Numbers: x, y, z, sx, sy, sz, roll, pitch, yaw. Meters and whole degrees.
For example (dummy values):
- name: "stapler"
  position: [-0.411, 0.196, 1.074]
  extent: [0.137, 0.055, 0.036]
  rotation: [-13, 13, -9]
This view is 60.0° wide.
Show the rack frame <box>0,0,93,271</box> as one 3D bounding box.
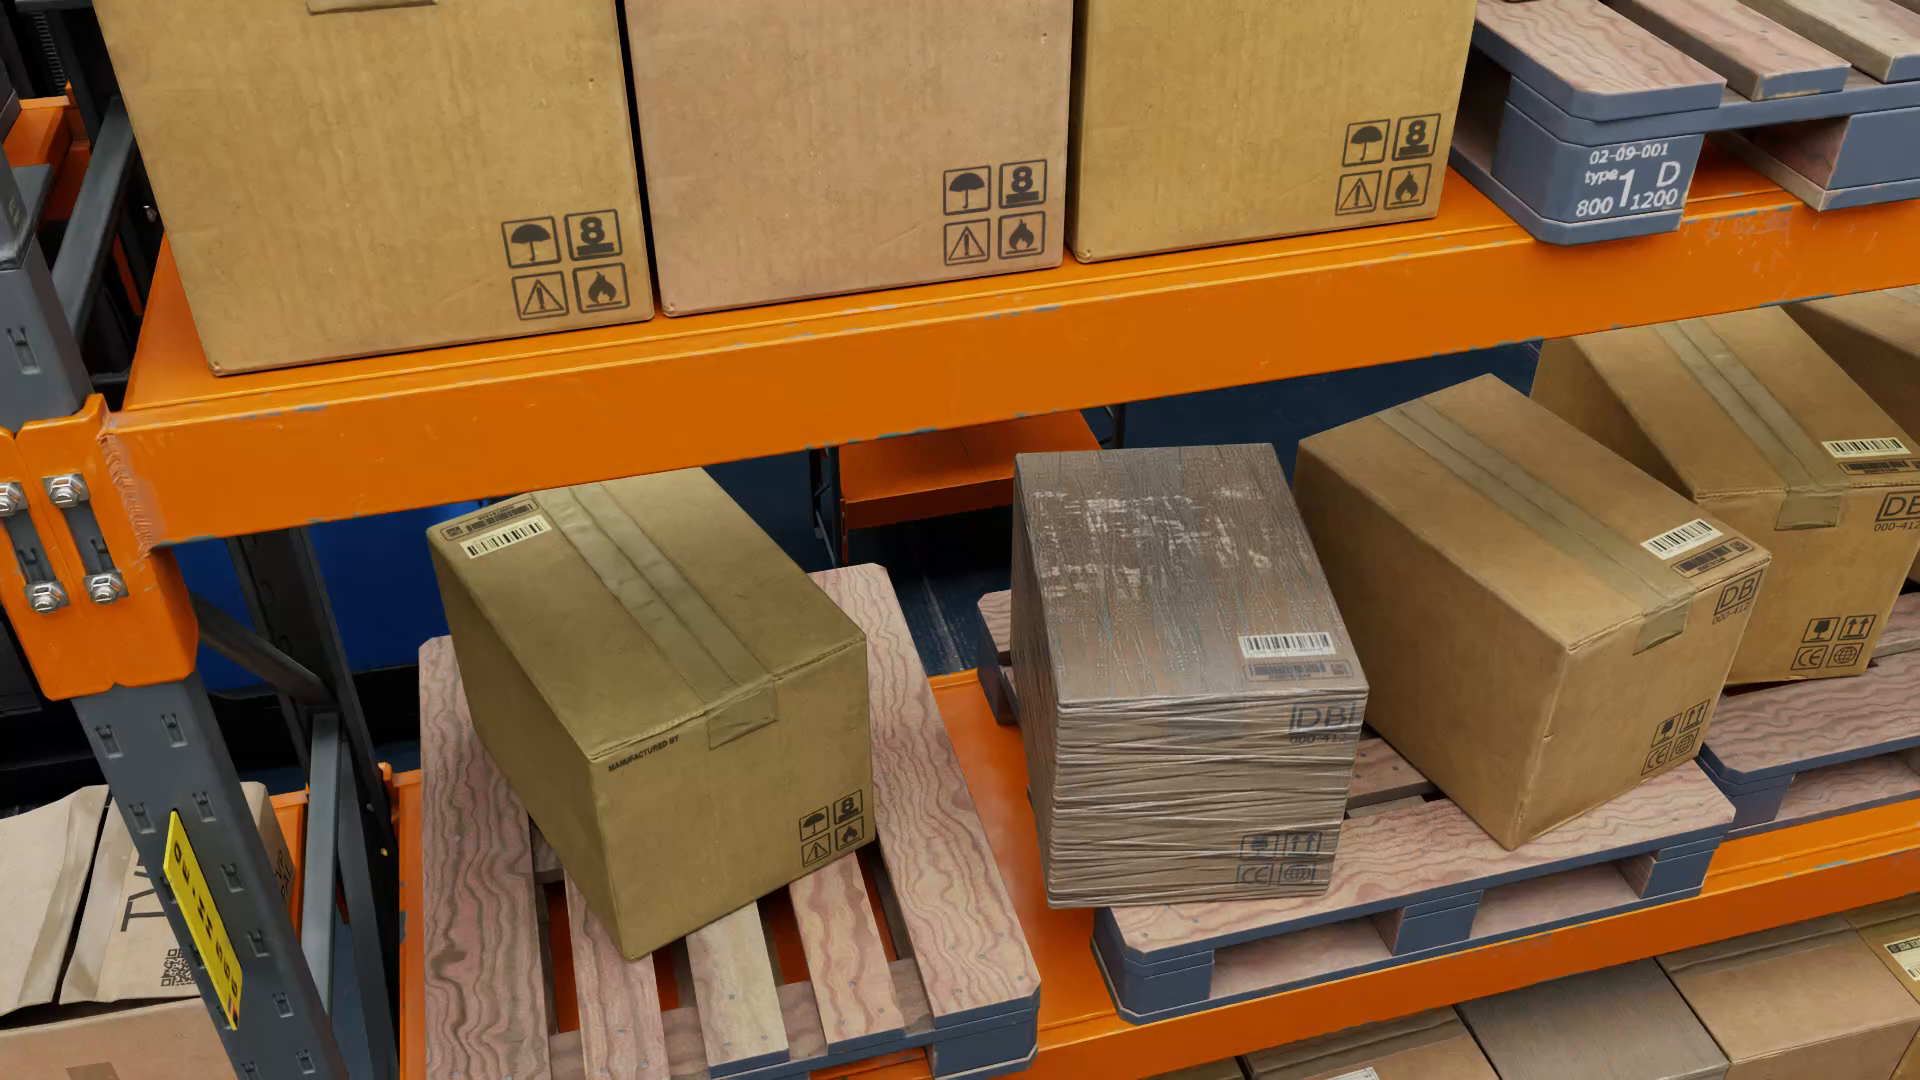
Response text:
- name: "rack frame"
  position: [-1.134, -1.747, 1.127]
  extent: [0.127, 3.000, 1.000]
  rotation: [-9, 38, -12]

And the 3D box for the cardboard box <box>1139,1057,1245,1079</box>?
- name: "cardboard box"
  position: [0.370, 1.387, 3.663]
  extent: [0.500, 0.500, 0.500]
  rotation: [-10, 38, -13]

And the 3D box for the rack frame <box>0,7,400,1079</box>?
- name: "rack frame"
  position: [-1.134, 0.636, 2.949]
  extent: [0.127, 3.000, 1.000]
  rotation: [-9, 38, -12]

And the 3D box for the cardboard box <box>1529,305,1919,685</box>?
- name: "cardboard box"
  position: [1.565, -0.114, 3.502]
  extent: [0.500, 0.500, 0.700]
  rotation: [-4, 38, -5]

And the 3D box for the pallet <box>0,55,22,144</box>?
- name: "pallet"
  position: [-1.766, -0.320, 1.886]
  extent: [1.003, 0.211, 1.213]
  rotation: [-8, 38, -10]

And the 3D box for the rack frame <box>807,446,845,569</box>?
- name: "rack frame"
  position: [-0.484, -0.367, 5.804]
  extent: [0.032, 1.125, 0.500]
  rotation: [-9, 38, -12]

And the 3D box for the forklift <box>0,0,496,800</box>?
- name: "forklift"
  position: [-3.073, -0.661, 4.702]
  extent: [3.031, 2.935, 1.130]
  rotation: [-8, 38, -10]

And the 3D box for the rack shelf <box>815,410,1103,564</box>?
- name: "rack shelf"
  position: [0.007, -0.254, 6.058]
  extent: [1.000, 0.278, 0.538]
  rotation: [-9, 38, -12]

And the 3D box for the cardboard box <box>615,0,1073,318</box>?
- name: "cardboard box"
  position: [-0.229, -0.765, 2.230]
  extent: [0.500, 0.500, 0.910]
  rotation: [-9, 38, -12]

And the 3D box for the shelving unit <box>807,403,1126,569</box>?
- name: "shelving unit"
  position: [0.007, -0.448, 5.910]
  extent: [1.048, 1.125, 0.538]
  rotation: [-9, 38, -12]

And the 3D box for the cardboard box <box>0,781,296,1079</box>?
- name: "cardboard box"
  position: [-1.496, 0.704, 2.935]
  extent: [0.500, 0.311, 0.500]
  rotation: [-7, 38, -9]

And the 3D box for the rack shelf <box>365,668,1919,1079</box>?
- name: "rack shelf"
  position: [0.797, 0.605, 3.582]
  extent: [4.000, 0.370, 1.077]
  rotation: [-9, 38, -12]

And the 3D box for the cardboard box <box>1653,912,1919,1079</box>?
- name: "cardboard box"
  position: [1.847, 1.140, 3.986]
  extent: [0.500, 0.500, 0.500]
  rotation: [-9, 38, -12]

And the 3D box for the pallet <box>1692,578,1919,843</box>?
- name: "pallet"
  position: [1.928, 0.141, 3.754]
  extent: [1.213, 0.211, 1.003]
  rotation: [-9, 38, -12]

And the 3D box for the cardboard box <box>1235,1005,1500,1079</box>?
- name: "cardboard box"
  position: [0.872, 1.301, 3.775]
  extent: [0.500, 0.500, 0.500]
  rotation: [-11, 39, -13]

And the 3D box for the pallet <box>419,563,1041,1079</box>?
- name: "pallet"
  position: [-0.498, 0.564, 3.202]
  extent: [1.003, 0.211, 1.213]
  rotation: [-9, 38, -12]

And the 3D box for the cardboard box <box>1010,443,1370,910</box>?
- name: "cardboard box"
  position: [0.378, 0.231, 3.051]
  extent: [0.500, 0.500, 0.700]
  rotation: [-3, 37, -3]

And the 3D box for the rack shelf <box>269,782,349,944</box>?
- name: "rack shelf"
  position: [-3.065, 1.239, 2.754]
  extent: [4.000, 0.370, 1.077]
  rotation: [-9, 38, -12]

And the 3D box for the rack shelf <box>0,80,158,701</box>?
- name: "rack shelf"
  position: [-3.065, 0.047, 1.843]
  extent: [4.000, 0.370, 1.077]
  rotation: [-9, 38, -12]

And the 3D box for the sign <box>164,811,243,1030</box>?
- name: "sign"
  position: [-0.986, 0.501, 2.173]
  extent: [0.005, 0.325, 0.100]
  rotation: [-9, 38, -12]

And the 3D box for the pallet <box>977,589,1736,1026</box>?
- name: "pallet"
  position: [0.742, 0.402, 3.414]
  extent: [1.213, 0.211, 1.003]
  rotation: [-9, 38, -12]

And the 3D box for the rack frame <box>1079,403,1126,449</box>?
- name: "rack frame"
  position: [0.497, -0.528, 6.015]
  extent: [0.032, 1.125, 0.500]
  rotation: [-9, 38, -12]

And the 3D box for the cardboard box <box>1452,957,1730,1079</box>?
- name: "cardboard box"
  position: [1.363, 1.220, 3.882]
  extent: [0.500, 0.500, 0.500]
  rotation: [-9, 38, -11]

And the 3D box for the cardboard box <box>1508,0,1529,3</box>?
- name: "cardboard box"
  position: [0.935, -1.186, 2.352]
  extent: [0.600, 0.600, 0.600]
  rotation: [-11, 39, -14]

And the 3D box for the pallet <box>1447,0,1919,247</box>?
- name: "pallet"
  position: [1.080, -0.886, 2.625]
  extent: [1.003, 0.211, 1.213]
  rotation: [-9, 38, -12]

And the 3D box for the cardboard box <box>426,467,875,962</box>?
- name: "cardboard box"
  position: [-0.555, 0.264, 3.008]
  extent: [0.500, 0.500, 0.700]
  rotation: [-23, 43, -27]

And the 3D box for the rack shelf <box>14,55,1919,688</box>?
- name: "rack shelf"
  position: [0.797, -0.586, 2.671]
  extent: [4.000, 0.370, 1.077]
  rotation: [-9, 38, -12]

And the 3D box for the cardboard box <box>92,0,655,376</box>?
- name: "cardboard box"
  position: [-0.721, -0.684, 2.124]
  extent: [0.500, 0.500, 0.910]
  rotation: [-9, 38, -12]

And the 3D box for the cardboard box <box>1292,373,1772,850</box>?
- name: "cardboard box"
  position: [1.038, 0.112, 3.207]
  extent: [0.500, 0.500, 0.700]
  rotation: [-19, 41, -23]

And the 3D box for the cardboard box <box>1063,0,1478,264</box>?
- name: "cardboard box"
  position: [0.273, -0.847, 2.337]
  extent: [0.500, 0.500, 0.910]
  rotation: [-9, 38, -12]

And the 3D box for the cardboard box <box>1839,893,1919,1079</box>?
- name: "cardboard box"
  position: [2.326, 1.067, 4.082]
  extent: [0.500, 0.500, 0.500]
  rotation: [-10, 38, -12]

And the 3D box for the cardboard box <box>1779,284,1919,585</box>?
- name: "cardboard box"
  position: [2.212, -0.260, 3.693]
  extent: [0.500, 0.500, 0.700]
  rotation: [-23, 43, -27]
